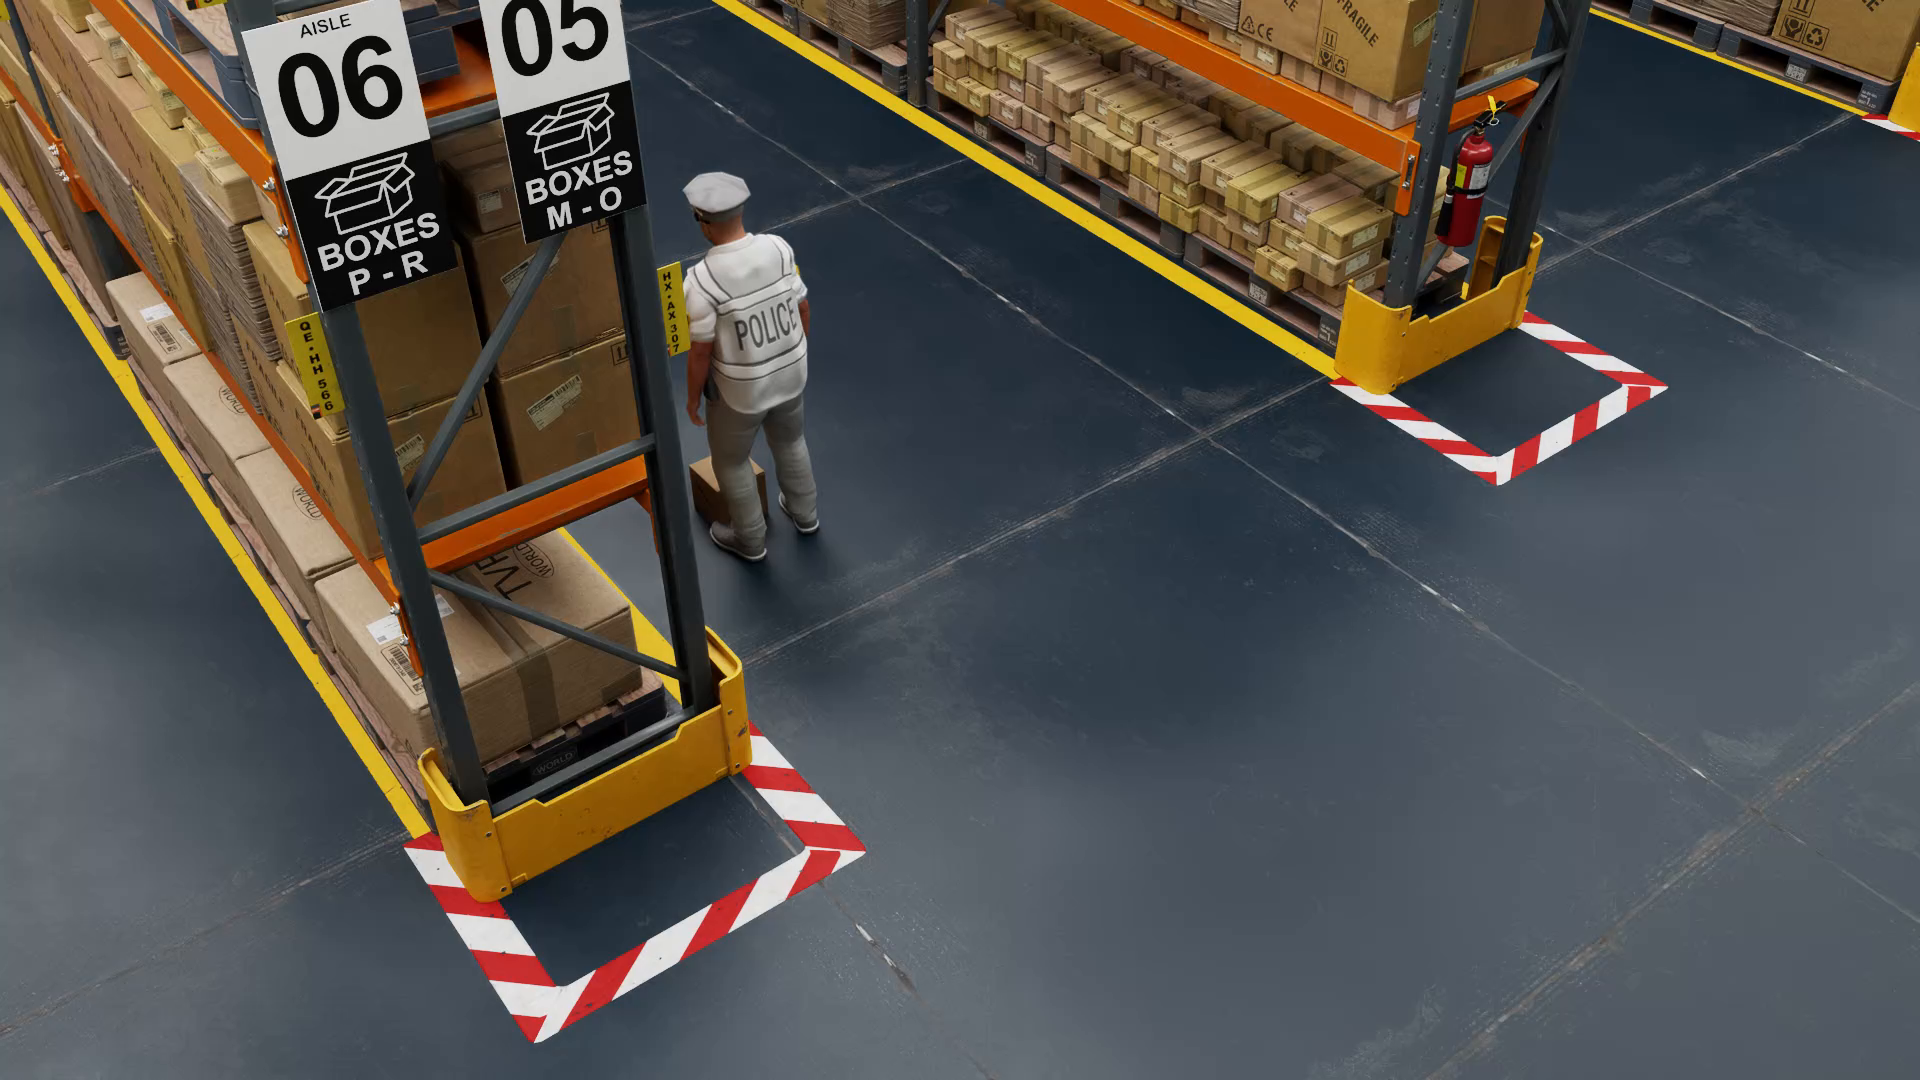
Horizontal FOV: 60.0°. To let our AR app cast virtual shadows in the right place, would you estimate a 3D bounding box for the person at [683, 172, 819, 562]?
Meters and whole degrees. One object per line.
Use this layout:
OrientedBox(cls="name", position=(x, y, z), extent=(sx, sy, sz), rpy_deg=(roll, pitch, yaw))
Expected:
OrientedBox(cls="person", position=(-0.869, -0.674, 6.955), extent=(0.595, 1.745, 0.434), rpy_deg=(-28, 47, -29))
